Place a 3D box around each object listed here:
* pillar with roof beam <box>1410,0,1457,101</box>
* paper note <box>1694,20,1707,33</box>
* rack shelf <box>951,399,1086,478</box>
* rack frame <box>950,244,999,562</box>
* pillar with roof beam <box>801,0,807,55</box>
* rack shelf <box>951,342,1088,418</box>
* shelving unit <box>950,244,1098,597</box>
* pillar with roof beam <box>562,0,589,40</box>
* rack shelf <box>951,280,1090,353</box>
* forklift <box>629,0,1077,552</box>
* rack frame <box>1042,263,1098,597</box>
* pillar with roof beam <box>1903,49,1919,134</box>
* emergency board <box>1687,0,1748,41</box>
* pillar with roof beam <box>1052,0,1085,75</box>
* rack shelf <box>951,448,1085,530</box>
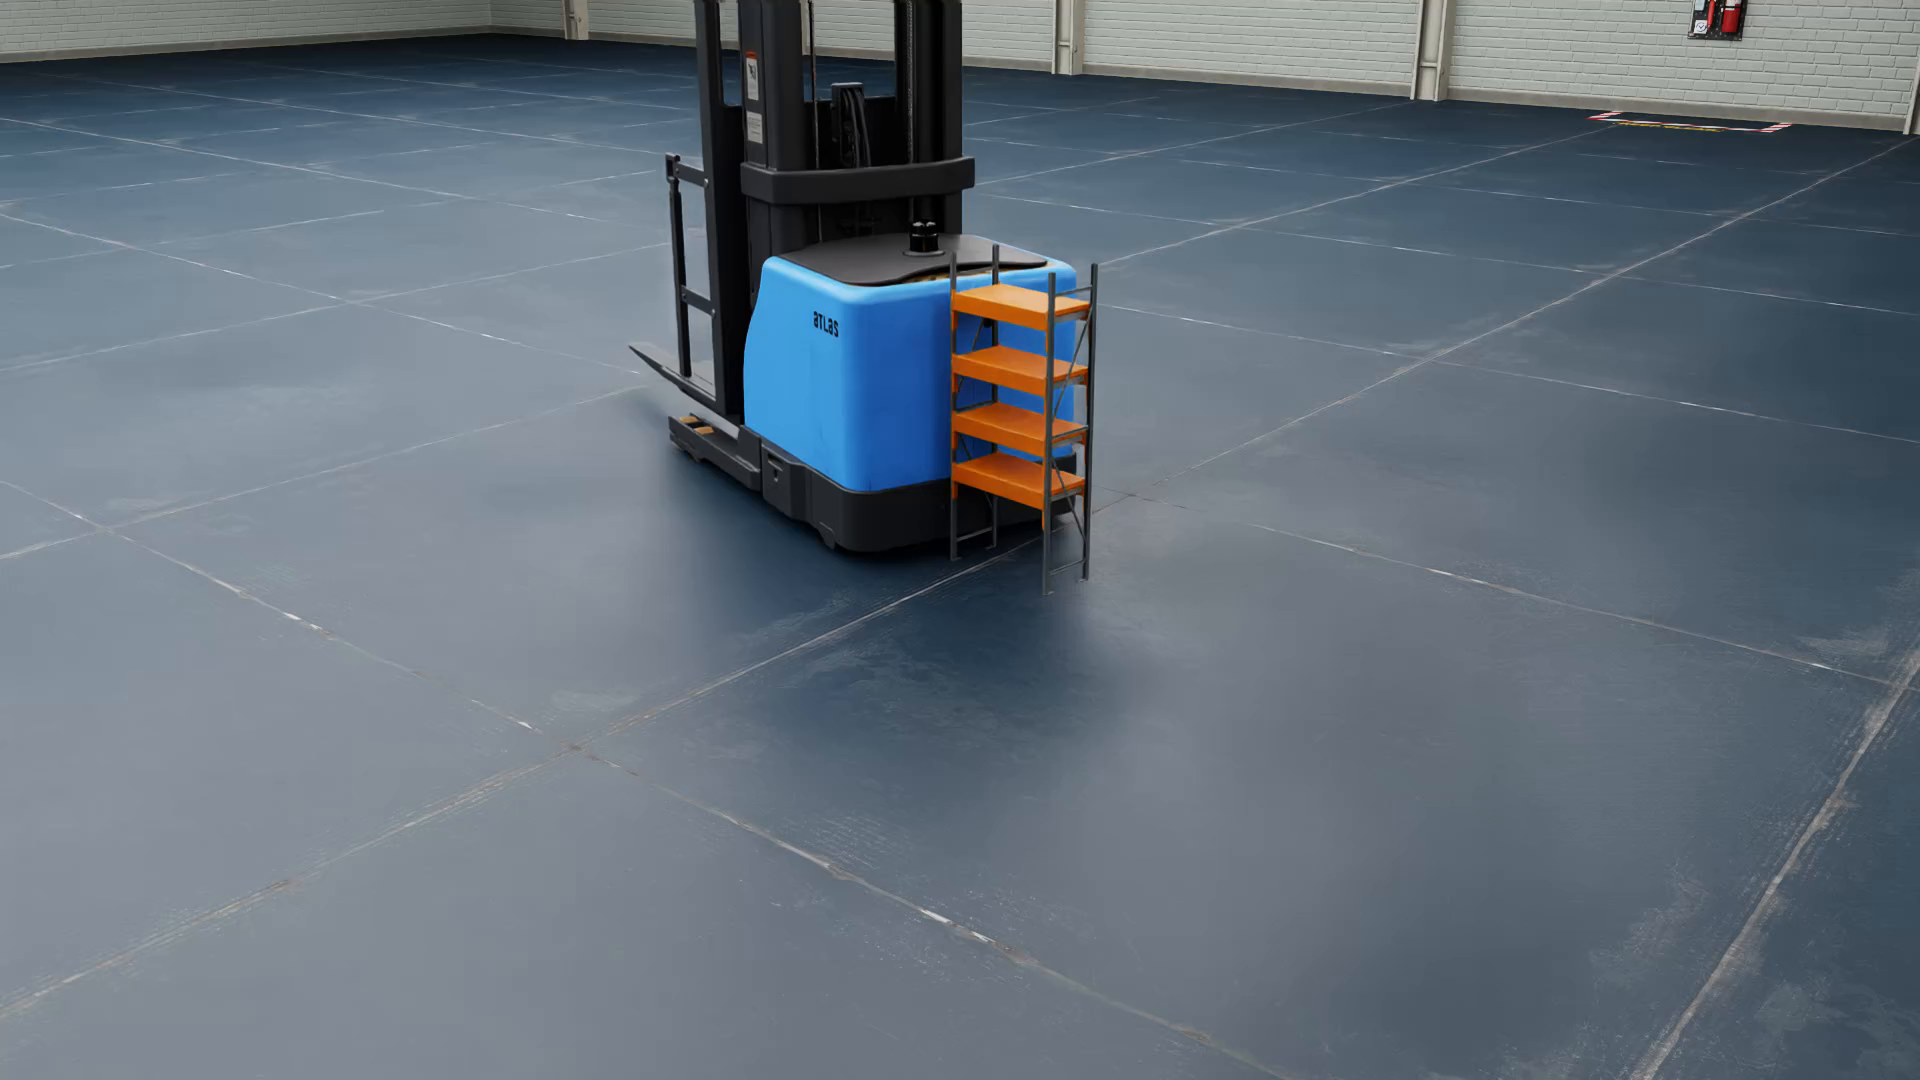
[{"bbox_3d":[3.607,-8.989,17.753,0.400,9.000,9.100,16,26,36],"label":"pillar with roof beam"},{"bbox_3d":[8.993,-6.228,20.182,0.142,0.148,0.016,16,26,36],"label":"paper note"},{"bbox_3d":[0.224,-0.381,6.170,0.258,0.148,0.480,-19,28,-41],"label":"rack shelf"},{"bbox_3d":[0.054,-0.506,6.310,0.240,1.200,0.015,-19,28,-41],"label":"rack frame"},{"bbox_3d":[-5.690,-11.667,24.852,0.400,9.000,9.100,16,26,36],"label":"pillar with roof beam"},{"bbox_3d":[0.224,-0.591,6.091,0.258,0.148,0.480,-19,28,-41],"label":"rack shelf"},{"bbox_3d":[0.224,-0.444,6.146,0.258,1.200,0.503,-19,28,-41],"label":"shelving unit"},{"bbox_3d":[-10.338,-13.005,28.402,0.400,9.000,9.100,16,26,36],"label":"pillar with roof beam"},{"bbox_3d":[0.224,-0.812,6.007,0.258,0.148,0.480,-19,28,-41],"label":"rack shelf"},{"bbox_3d":[-0.701,-1.798,7.282,1.130,2.935,3.031,-12,24,-28],"label":"forklift"},{"bbox_3d":[0.394,-0.383,5.982,0.240,1.200,0.015,-19,28,-41],"label":"rack frame"},{"bbox_3d":[8.255,-7.651,14.203,0.400,9.000,9.100,16,26,36],"label":"pillar with roof beam"},{"bbox_3d":[9.087,-6.582,19.872,0.643,1.169,0.194,16,26,36],"label":"emergency board"},{"bbox_3d":[-1.042,-10.328,21.302,0.400,9.000,9.100,16,26,36],"label":"pillar with roof beam"},{"bbox_3d":[0.224,-0.196,6.240,0.258,0.148,0.480,-19,28,-41],"label":"rack shelf"}]
